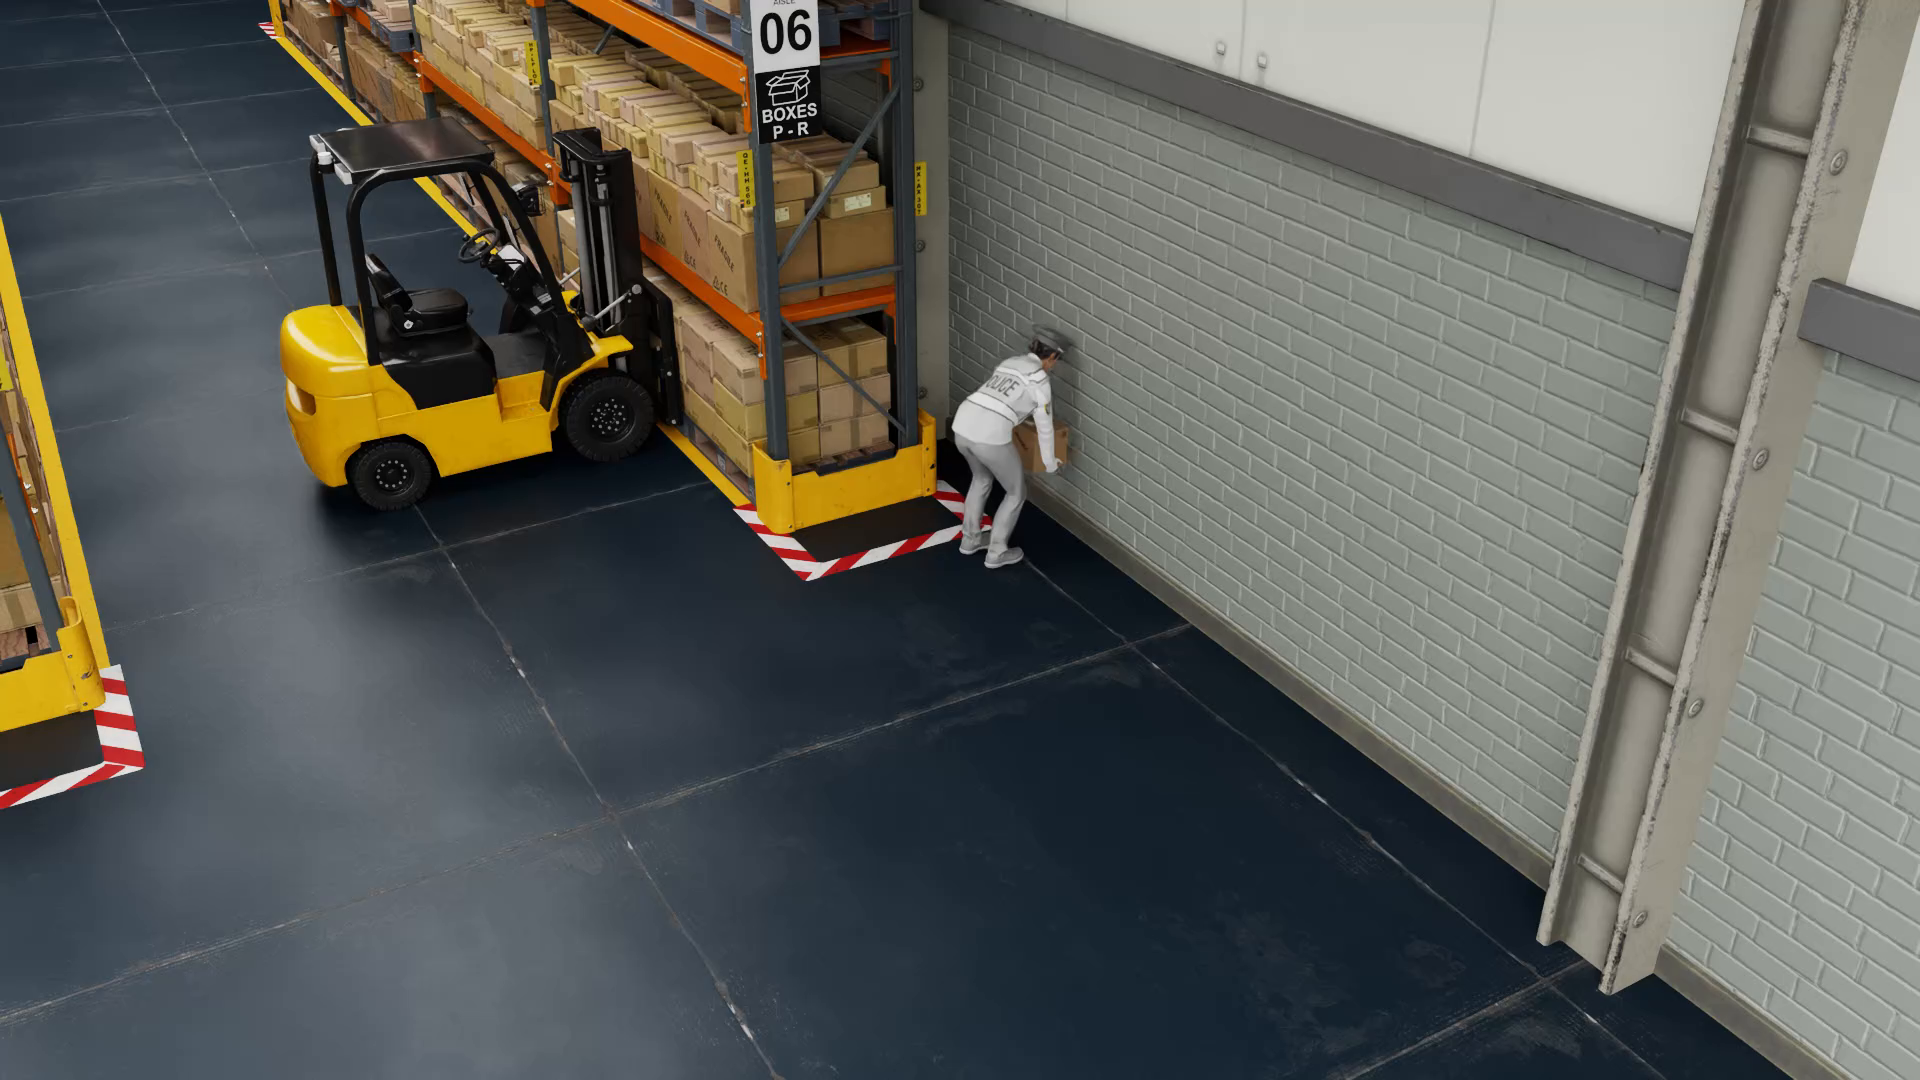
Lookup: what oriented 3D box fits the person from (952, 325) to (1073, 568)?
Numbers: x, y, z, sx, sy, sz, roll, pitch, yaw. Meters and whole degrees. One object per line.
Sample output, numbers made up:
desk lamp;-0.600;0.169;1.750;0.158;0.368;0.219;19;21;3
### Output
person;0.325;-0.566;9.889;0.849;1.358;0.417;-25;38;-37
